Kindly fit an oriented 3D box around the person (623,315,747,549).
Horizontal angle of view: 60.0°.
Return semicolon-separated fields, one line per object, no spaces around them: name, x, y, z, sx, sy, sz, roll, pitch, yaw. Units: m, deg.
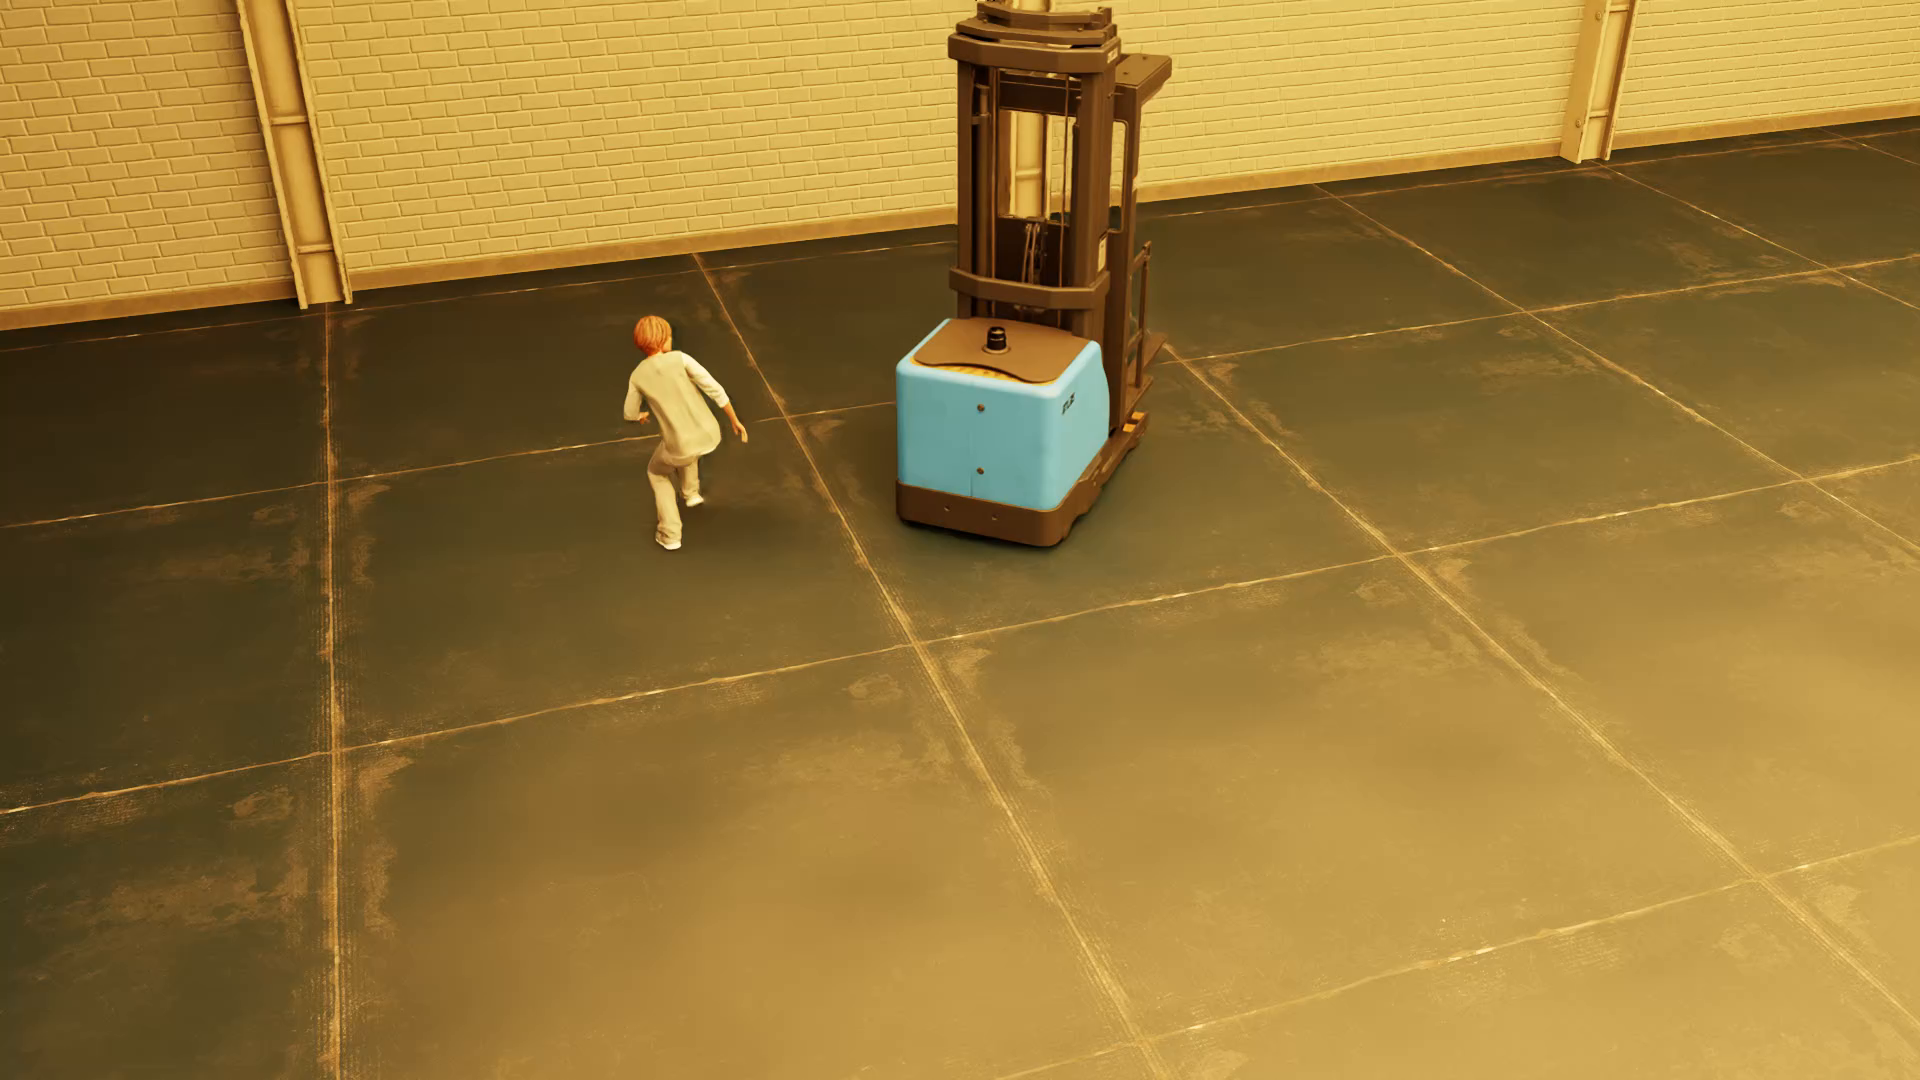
person;-1.650;-0.674;9.832;0.642;1.399;0.654;-12;32;-20

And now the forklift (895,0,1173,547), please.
forklift;0.633;-1.950;10.476;1.130;2.935;3.031;11;32;19
